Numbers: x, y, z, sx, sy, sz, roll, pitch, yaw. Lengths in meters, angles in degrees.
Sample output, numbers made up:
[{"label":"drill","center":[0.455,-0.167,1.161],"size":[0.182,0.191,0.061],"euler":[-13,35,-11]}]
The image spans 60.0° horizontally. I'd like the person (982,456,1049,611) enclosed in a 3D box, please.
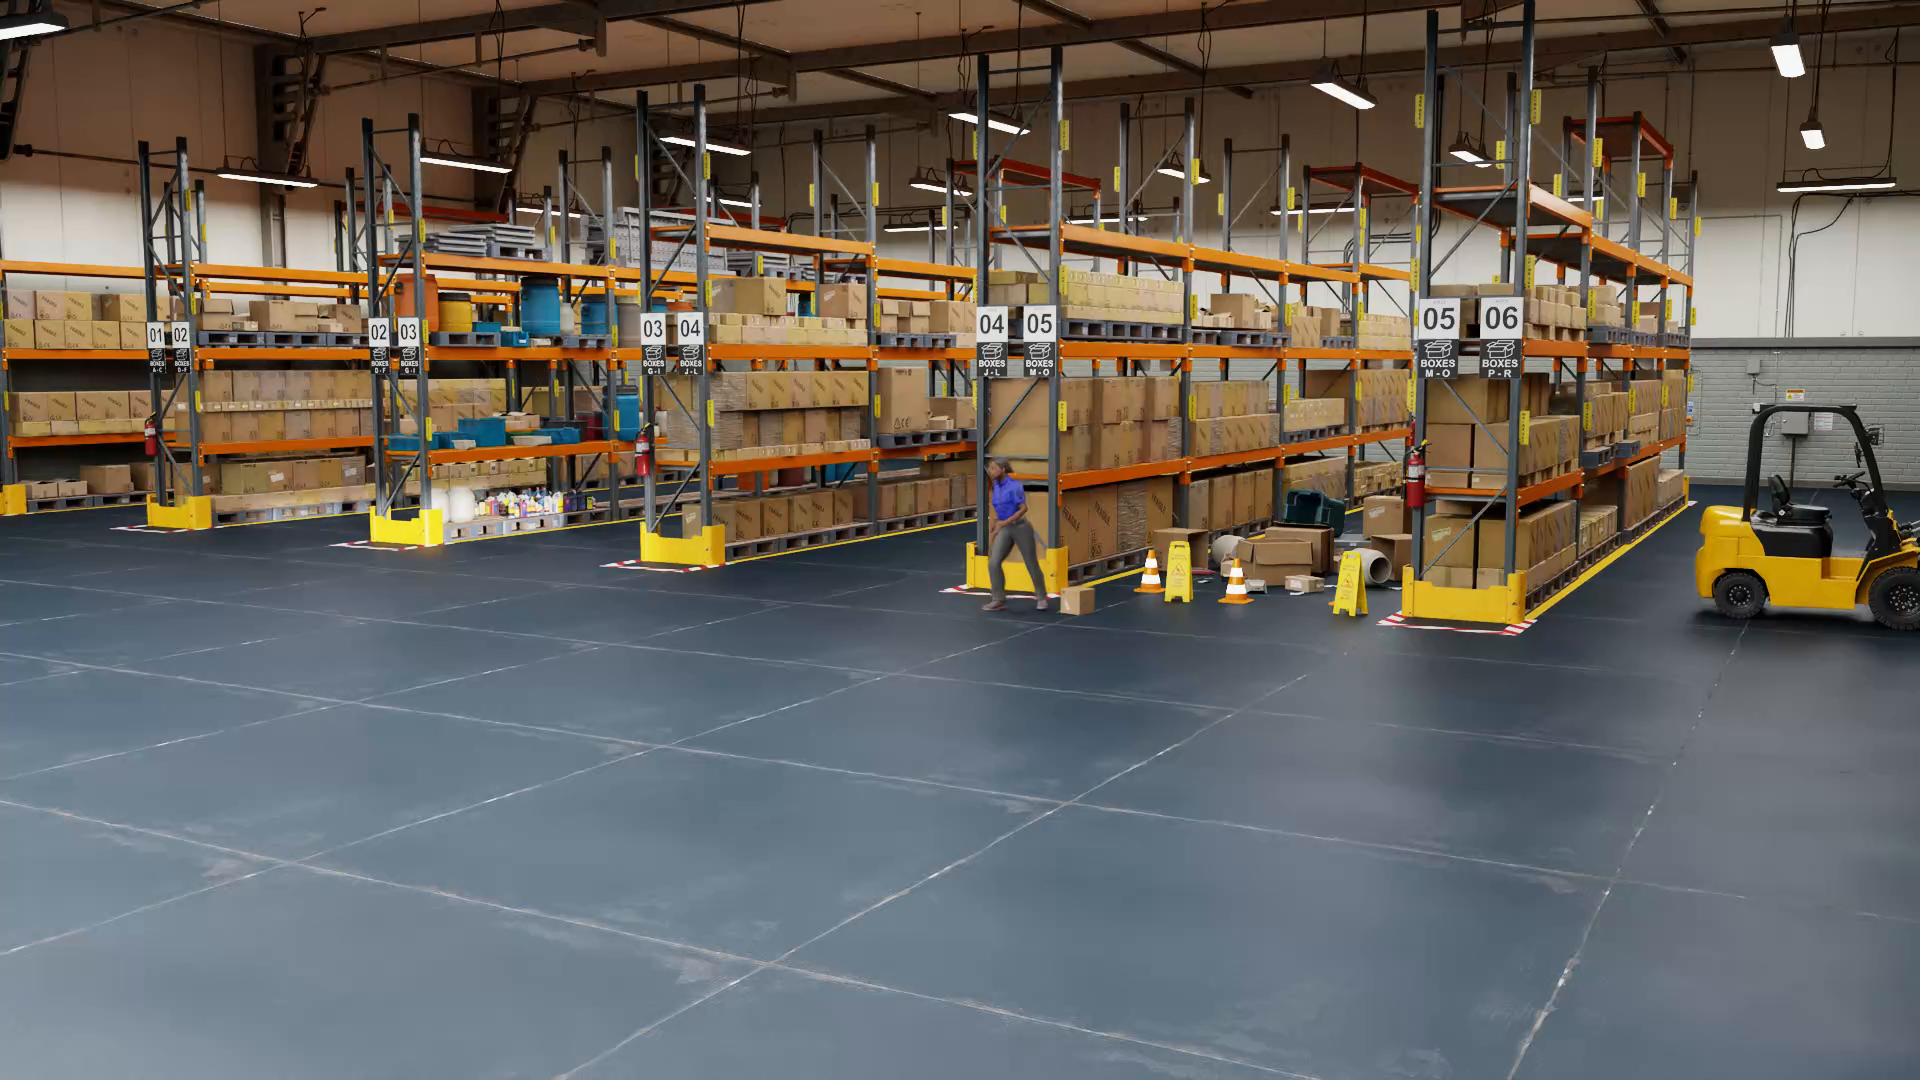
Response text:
[{"label":"person","center":[0.532,-0.060,17.236],"size":[0.649,1.612,0.761],"euler":[6,8,42]}]
